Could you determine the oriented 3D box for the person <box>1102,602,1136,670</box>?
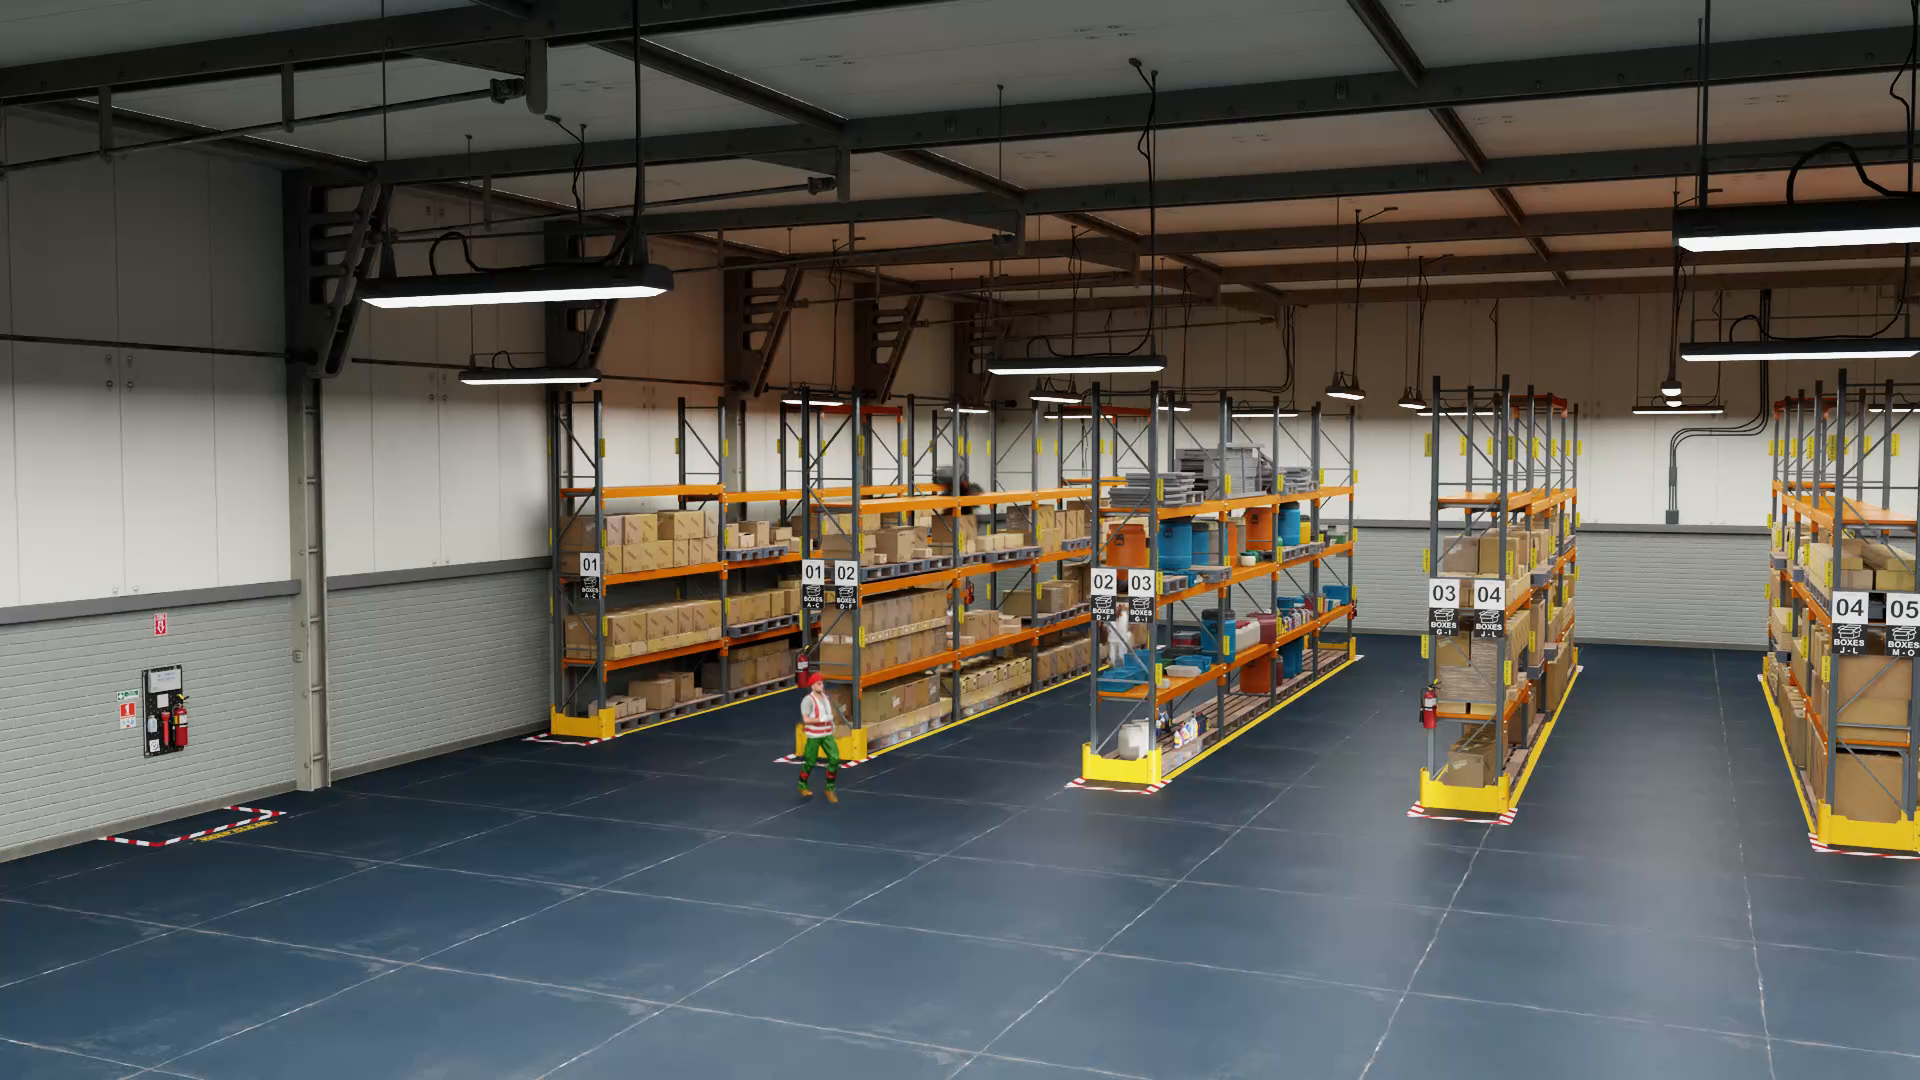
[{"bbox_3d":[3.216,2.078,33.899,0.666,1.742,0.687,1,3,17],"label":"person"}]

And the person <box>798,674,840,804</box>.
[{"bbox_3d":[-1.993,2.806,23.521,0.641,1.842,0.777,-3,4,-43],"label":"person"}]

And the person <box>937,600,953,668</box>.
[{"bbox_3d":[-0.417,2.133,37.018,0.539,1.694,0.826,1,3,17],"label":"person"}]
